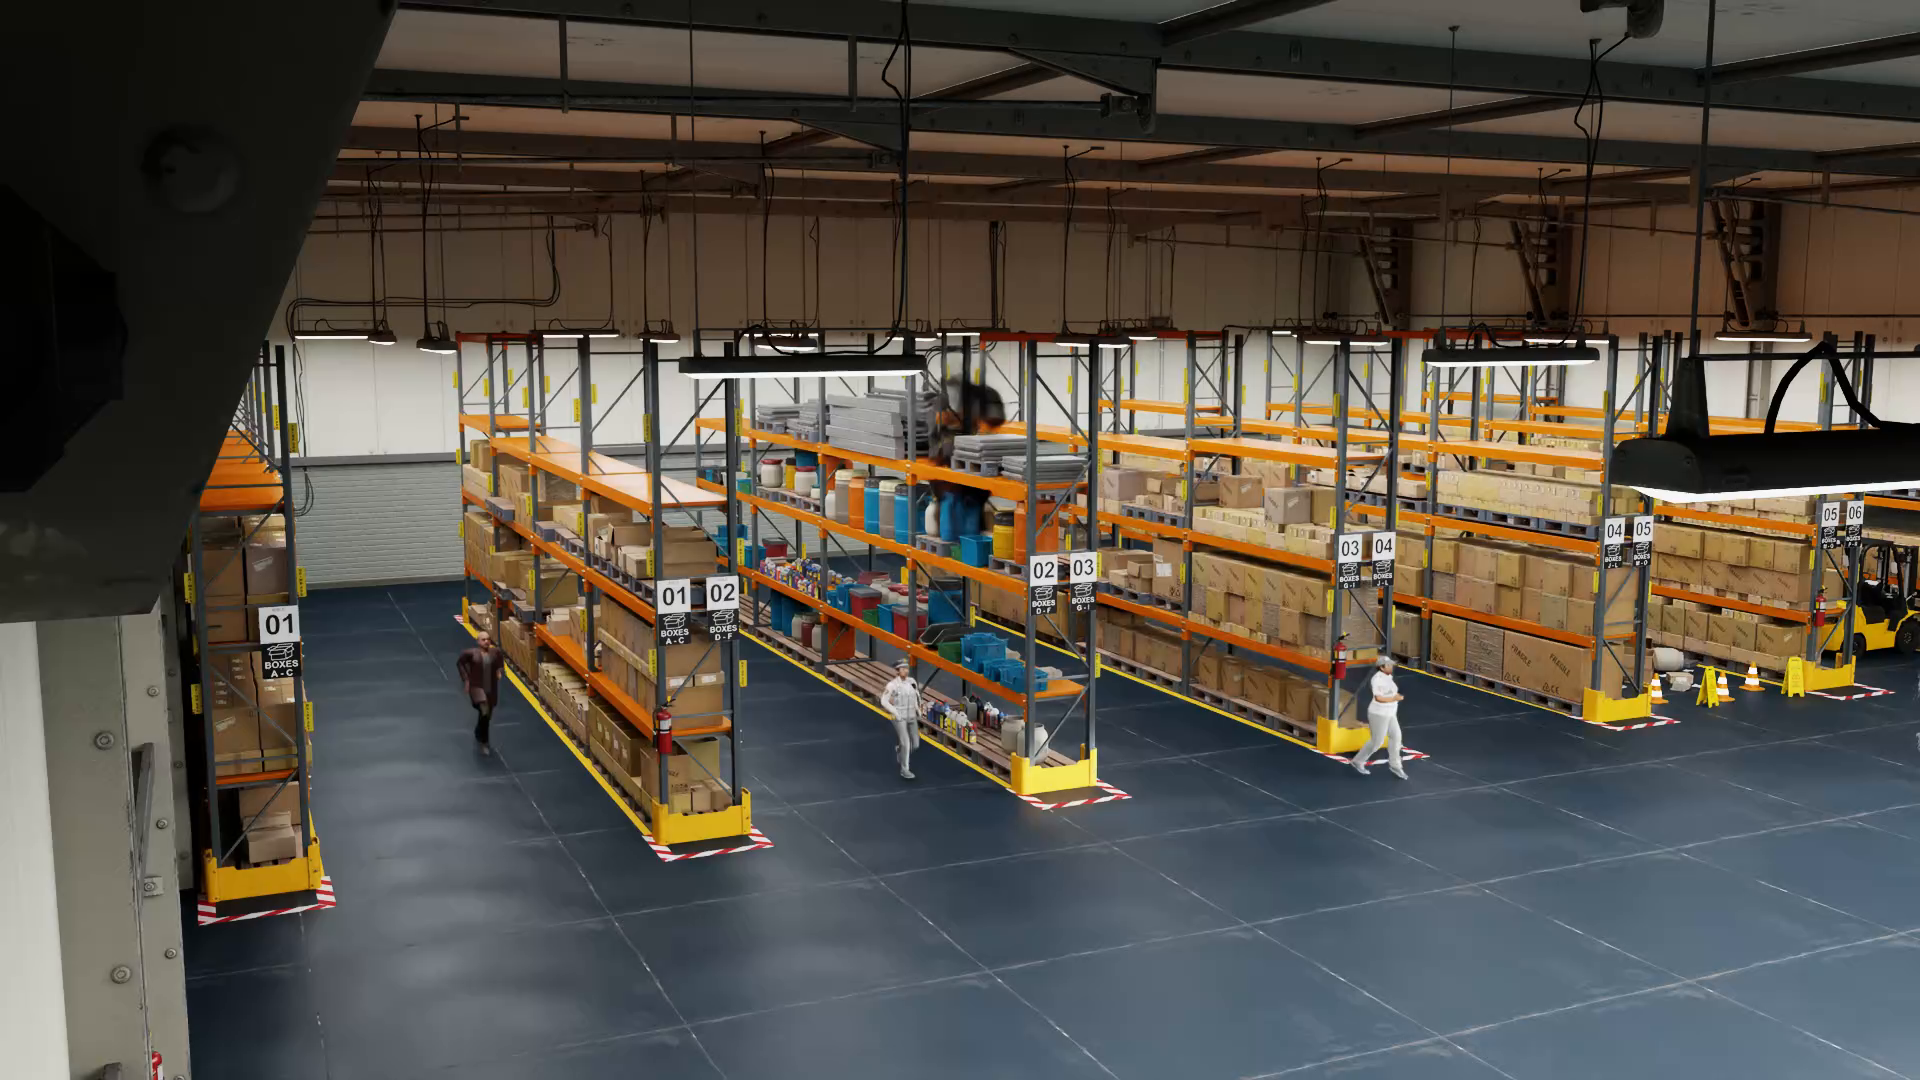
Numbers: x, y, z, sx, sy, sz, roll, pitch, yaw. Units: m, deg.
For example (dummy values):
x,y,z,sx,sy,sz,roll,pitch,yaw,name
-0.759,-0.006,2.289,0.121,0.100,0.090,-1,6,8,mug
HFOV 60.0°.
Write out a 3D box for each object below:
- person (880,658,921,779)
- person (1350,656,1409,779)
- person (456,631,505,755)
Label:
x,y,z,sx,sy,sz,roll,pitch,yaw,name
-0.790,2.433,22.918,0.615,1.647,0.548,-5,9,-31,person
5.782,2.440,22.836,0.762,1.727,0.606,4,9,27,person
-6.936,2.215,24.229,0.613,1.815,0.909,-7,10,-40,person
